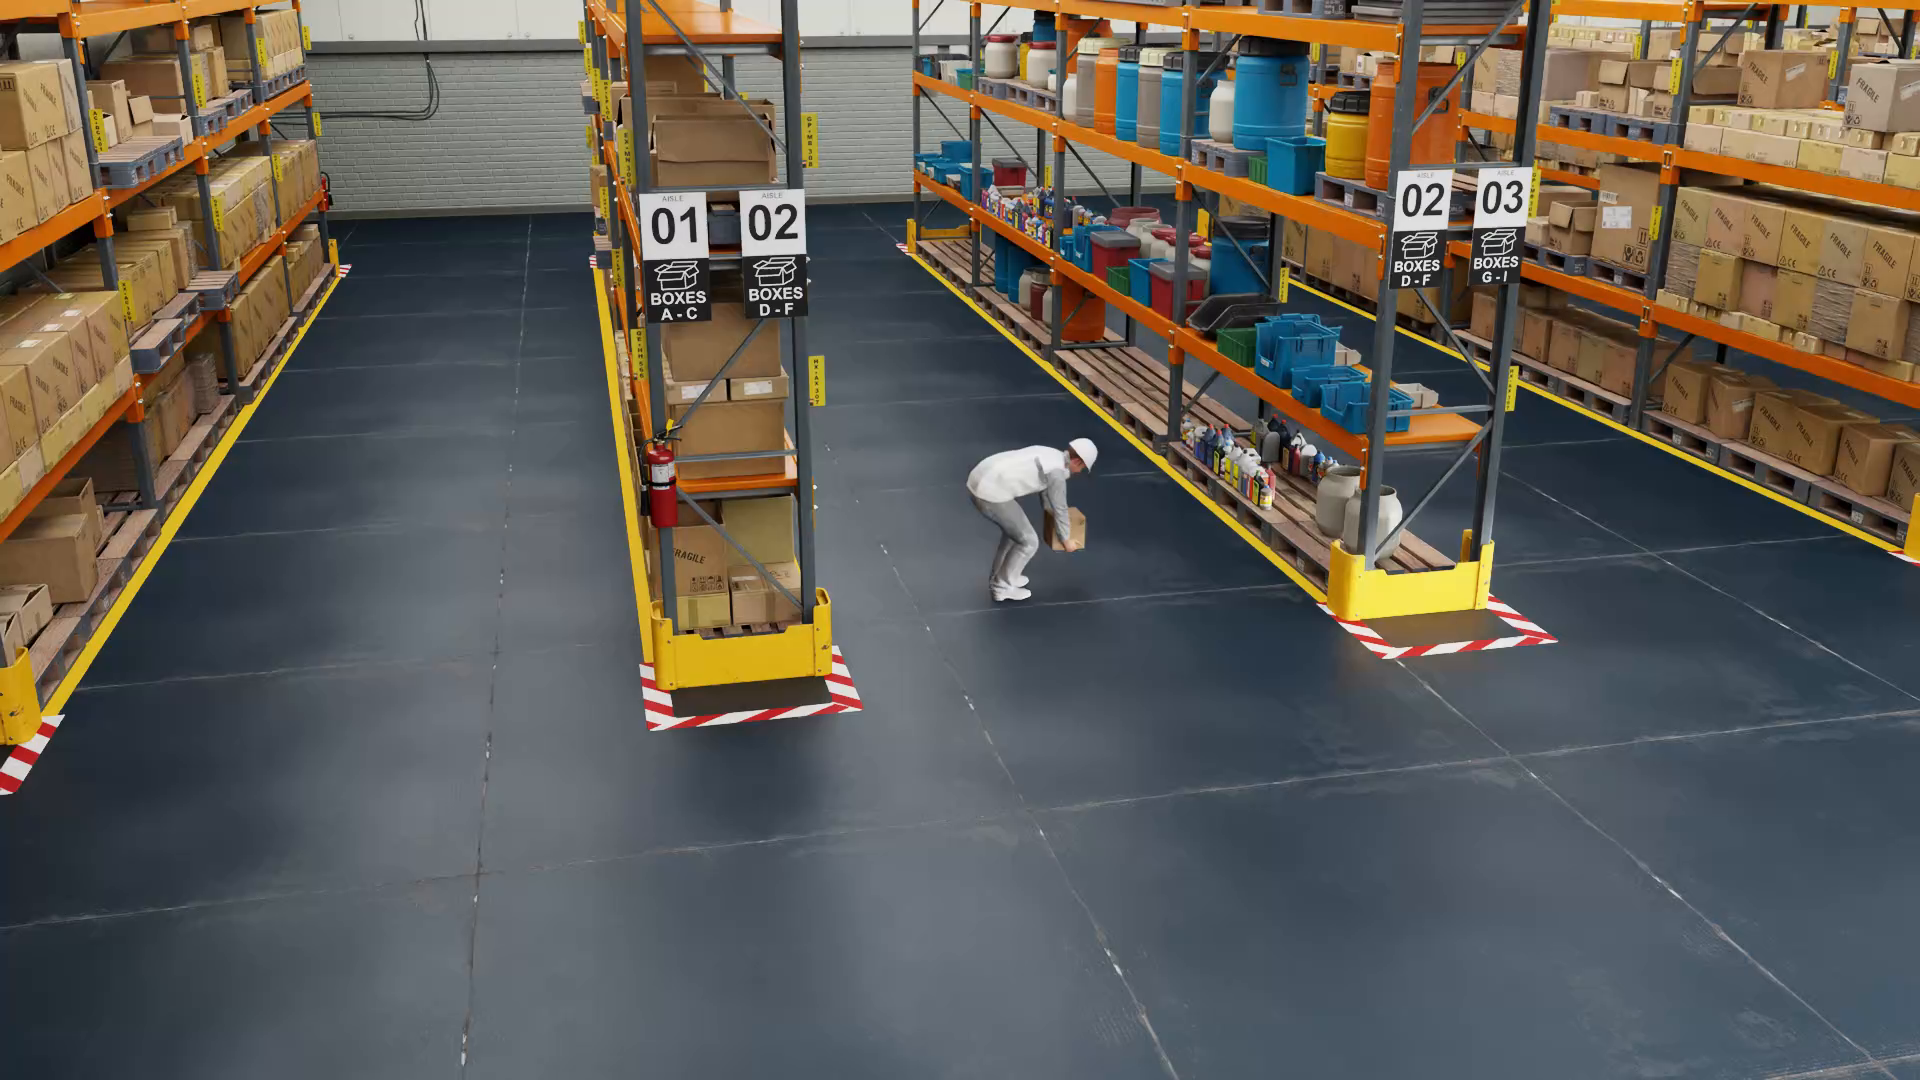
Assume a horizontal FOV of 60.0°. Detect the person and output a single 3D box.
[{"bbox_3d":[0.548,-0.169,12.437,0.988,1.155,0.481,-5,20,-15],"label":"person"}]
